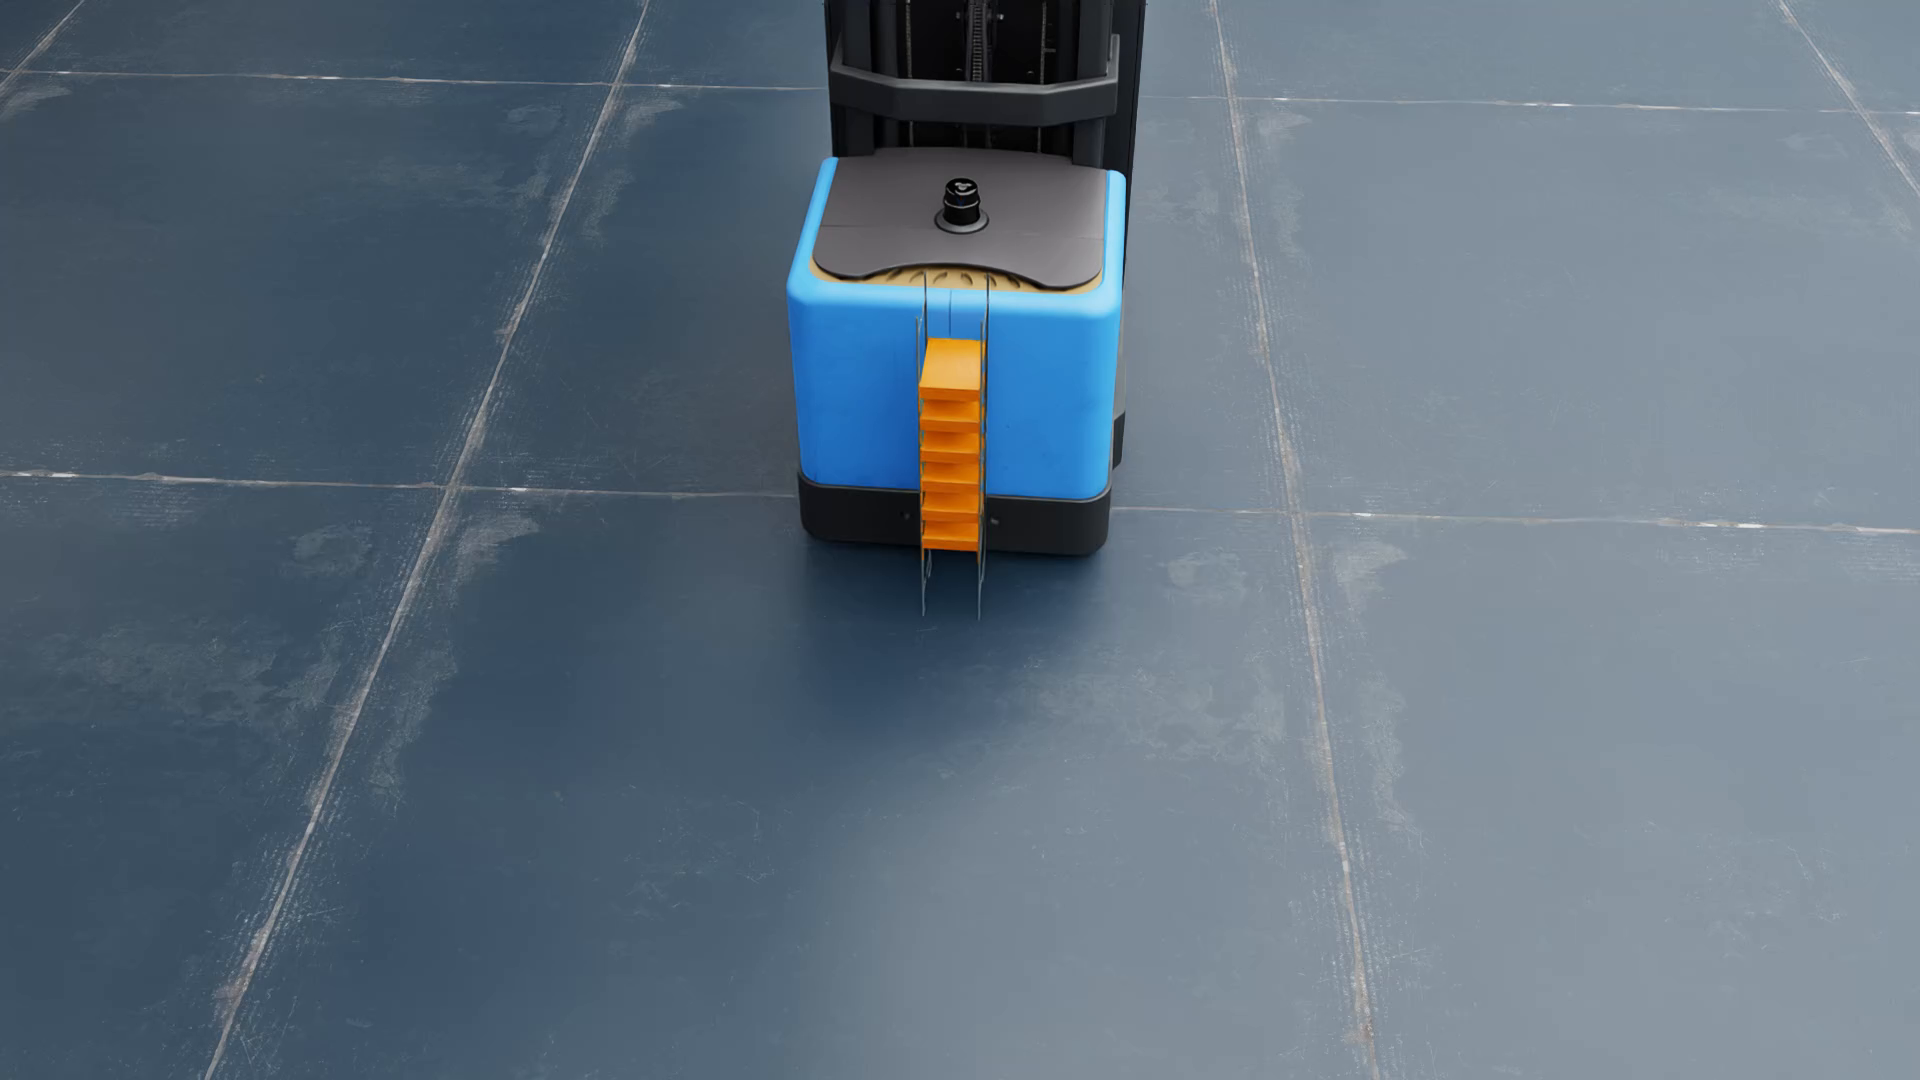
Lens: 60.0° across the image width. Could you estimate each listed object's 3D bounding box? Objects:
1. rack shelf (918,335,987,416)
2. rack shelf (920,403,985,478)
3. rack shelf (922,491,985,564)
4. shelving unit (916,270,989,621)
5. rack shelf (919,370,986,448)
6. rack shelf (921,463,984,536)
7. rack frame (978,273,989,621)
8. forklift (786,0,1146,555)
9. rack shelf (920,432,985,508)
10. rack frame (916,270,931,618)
[{"bbox_3d":[-0.020,-0.489,4.932,0.180,0.103,0.258,4,43,4],"label":"rack shelf"},{"bbox_3d":[-0.020,-0.314,5.095,0.180,0.103,0.258,4,43,4],"label":"rack shelf"},{"bbox_3d":[-0.020,-0.050,5.341,0.180,0.103,0.258,4,43,4],"label":"rack shelf"},{"bbox_3d":[-0.020,-0.258,5.147,0.189,1.200,0.258,4,43,4],"label":"shelving unit"},{"bbox_3d":[-0.020,-0.401,5.013,0.180,0.103,0.258,4,43,4],"label":"rack shelf"},{"bbox_3d":[-0.020,-0.138,5.259,0.180,0.103,0.258,4,43,4],"label":"rack shelf"},{"bbox_3d":[0.071,-0.253,5.141,0.006,1.200,0.240,4,43,4],"label":"rack frame"},{"bbox_3d":[0.106,-2.022,5.770,1.130,2.935,3.031,4,43,4],"label":"forklift"},{"bbox_3d":[-0.020,-0.226,5.177,0.180,0.103,0.258,4,43,4],"label":"rack shelf"},{"bbox_3d":[-0.111,-0.264,5.153,0.006,1.200,0.240,4,43,4],"label":"rack frame"}]
